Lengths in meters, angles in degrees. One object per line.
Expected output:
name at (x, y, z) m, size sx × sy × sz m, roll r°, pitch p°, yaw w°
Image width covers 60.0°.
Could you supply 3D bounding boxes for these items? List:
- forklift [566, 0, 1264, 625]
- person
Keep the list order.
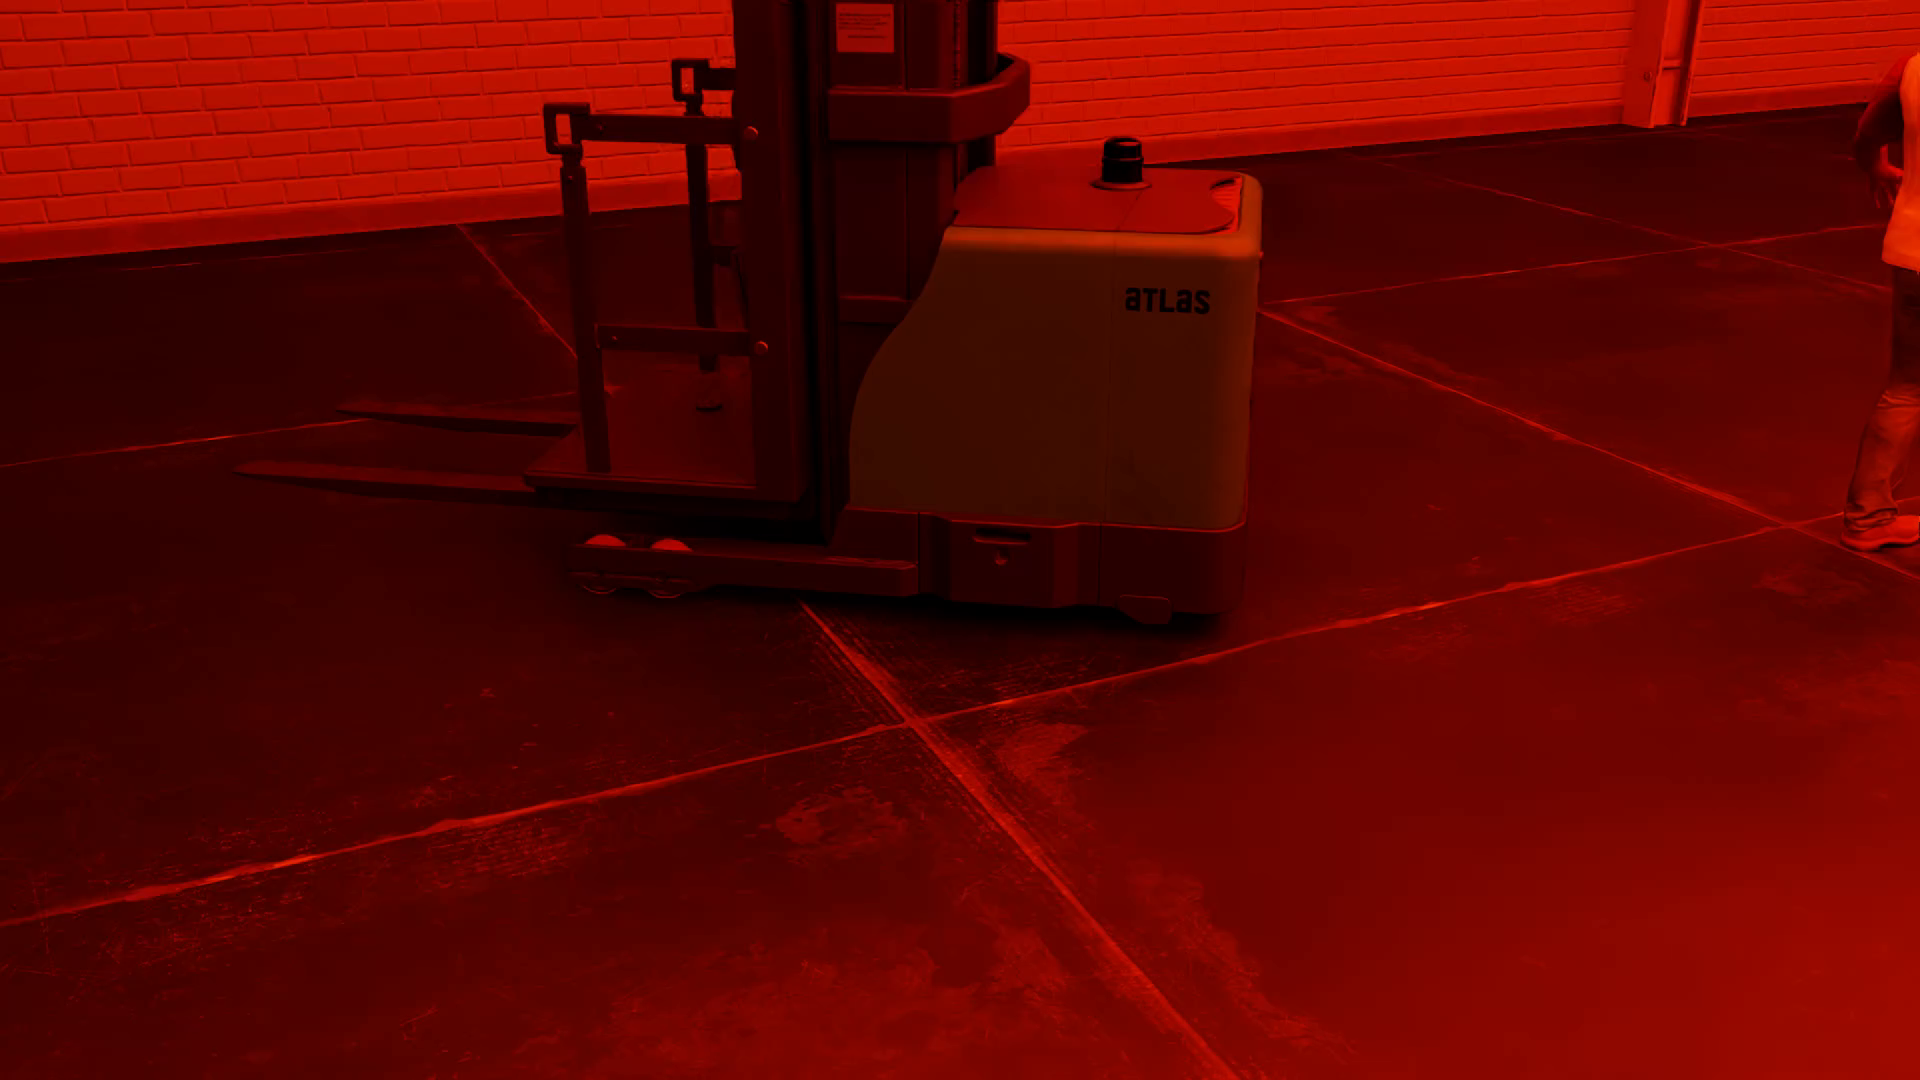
forklift at (-0.119, -1.303, 4.539) m, size 1.939 × 2.843 × 1.129 m, roll 4°, pitch 23°, yaw 9°
person at (2.926, -0.771, 4.755) m, size 0.529 × 1.792 × 1.004 m, roll -10°, pitch 25°, yaw -23°
